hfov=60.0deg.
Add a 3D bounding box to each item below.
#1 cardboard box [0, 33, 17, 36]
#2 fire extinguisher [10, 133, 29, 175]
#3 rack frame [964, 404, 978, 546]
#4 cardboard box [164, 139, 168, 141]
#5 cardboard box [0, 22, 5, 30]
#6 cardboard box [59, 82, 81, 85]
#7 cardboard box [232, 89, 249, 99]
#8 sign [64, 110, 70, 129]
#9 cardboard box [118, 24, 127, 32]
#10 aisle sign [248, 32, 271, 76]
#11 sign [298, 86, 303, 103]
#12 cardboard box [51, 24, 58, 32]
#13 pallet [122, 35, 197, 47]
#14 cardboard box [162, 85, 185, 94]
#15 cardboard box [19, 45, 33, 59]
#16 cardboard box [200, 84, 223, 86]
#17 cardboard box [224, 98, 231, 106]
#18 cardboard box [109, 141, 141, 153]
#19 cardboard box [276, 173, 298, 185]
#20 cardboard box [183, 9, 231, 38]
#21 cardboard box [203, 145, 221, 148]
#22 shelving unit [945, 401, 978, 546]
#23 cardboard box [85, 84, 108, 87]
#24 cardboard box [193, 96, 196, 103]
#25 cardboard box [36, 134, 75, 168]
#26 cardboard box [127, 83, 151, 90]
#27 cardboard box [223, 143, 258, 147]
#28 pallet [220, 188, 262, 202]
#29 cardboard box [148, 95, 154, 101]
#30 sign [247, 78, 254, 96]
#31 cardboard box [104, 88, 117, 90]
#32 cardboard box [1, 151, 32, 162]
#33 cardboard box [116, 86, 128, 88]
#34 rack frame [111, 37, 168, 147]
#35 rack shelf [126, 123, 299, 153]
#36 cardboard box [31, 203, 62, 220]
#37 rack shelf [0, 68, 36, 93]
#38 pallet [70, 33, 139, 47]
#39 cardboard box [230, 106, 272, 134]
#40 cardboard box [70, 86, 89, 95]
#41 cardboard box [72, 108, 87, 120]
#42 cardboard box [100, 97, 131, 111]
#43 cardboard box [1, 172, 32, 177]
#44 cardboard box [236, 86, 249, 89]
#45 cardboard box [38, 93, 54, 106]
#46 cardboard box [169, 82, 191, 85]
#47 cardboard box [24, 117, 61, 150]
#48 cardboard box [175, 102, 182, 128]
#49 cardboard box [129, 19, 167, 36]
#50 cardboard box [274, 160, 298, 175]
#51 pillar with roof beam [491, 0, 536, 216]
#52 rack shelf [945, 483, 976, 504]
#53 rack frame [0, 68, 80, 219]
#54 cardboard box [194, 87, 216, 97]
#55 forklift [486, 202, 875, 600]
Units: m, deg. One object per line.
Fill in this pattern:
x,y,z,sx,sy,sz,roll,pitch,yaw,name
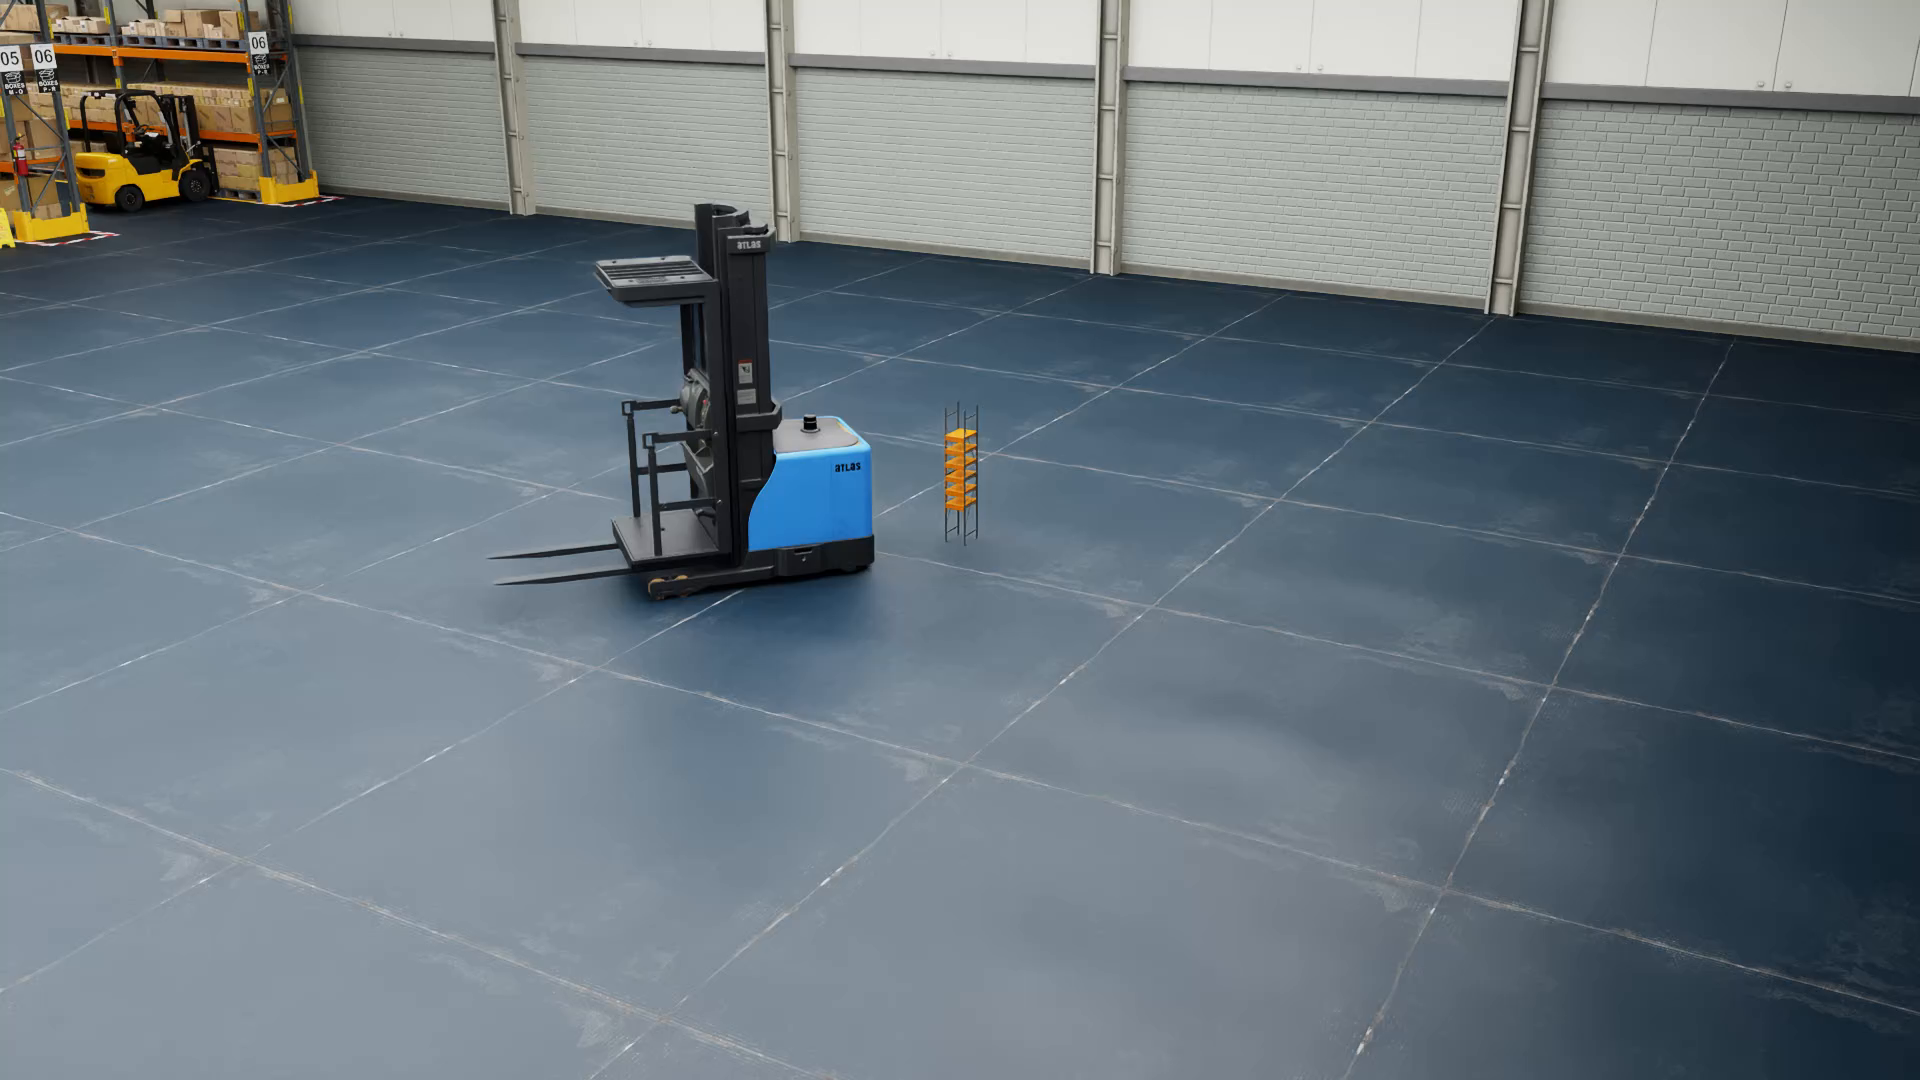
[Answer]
-16.141,-8.511,28.231,0.250,0.149,0.380,11,23,27,cardboard box
-15.827,-6.495,27.985,0.183,0.674,0.296,11,23,27,fire extinguisher
0.093,-0.546,14.112,0.006,1.200,0.240,11,23,27,rack frame
-16.253,-8.182,34.472,0.500,0.250,0.500,11,23,28,cardboard box
-20.113,-10.893,35.176,0.250,0.166,0.380,11,23,27,cardboard box
-19.159,-9.763,35.782,0.250,0.149,0.380,10,22,26,cardboard box
-13.931,-8.686,32.378,0.250,0.149,0.380,11,23,27,cardboard box
-15.438,-7.256,28.700,0.005,0.325,0.100,11,23,27,sign
-17.422,-10.567,34.305,0.250,0.149,0.380,11,23,27,cardboard box
-13.371,-9.290,31.763,0.004,0.787,0.394,11,23,27,aisle sign
-13.009,-8.774,32.769,0.005,0.325,0.100,11,23,27,sign
-18.559,-10.588,34.363,0.250,0.149,0.380,10,22,27,cardboard box
-16.020,-10.065,33.445,1.213,0.211,1.003,11,23,27,pallet
-15.730,-9.017,33.289,0.250,0.149,0.380,10,22,26,cardboard box
-16.012,-8.330,28.315,0.500,0.250,0.500,10,22,26,cardboard box
-15.043,-9.086,33.480,0.250,0.149,0.380,12,23,29,cardboard box
-14.159,-8.587,32.541,0.250,0.149,0.380,11,23,28,cardboard box
-17.238,-7.996,34.875,0.625,0.625,0.875,12,23,30,cardboard box
-13.619,-7.211,33.261,0.500,0.250,0.500,11,23,28,cardboard box
-14.636,-10.069,32.415,0.500,0.500,0.700,11,23,28,cardboard box
-15.172,-7.775,33.351,0.500,0.250,0.500,10,22,26,cardboard box
0.013,-0.562,14.154,0.189,1.200,0.258,11,23,27,shelving unit
-18.288,-9.573,35.258,0.250,0.149,0.380,11,23,28,cardboard box
-15.030,-8.766,33.036,0.250,0.149,0.380,11,22,27,cardboard box
-19.731,-8.470,36.182,0.625,0.625,0.875,12,23,29,cardboard box
-16.644,-9.182,33.744,0.250,0.149,0.380,11,23,28,cardboard box
-14.482,-7.845,33.544,0.500,0.250,0.500,11,22,27,cardboard box
-13.973,-6.970,33.270,1.213,0.211,1.003,11,23,27,pallet
-16.159,-8.974,33.608,0.250,0.149,0.380,11,23,27,cardboard box
-13.562,-8.662,31.801,0.005,0.325,0.100,11,23,27,sign
-17.418,-9.211,34.262,0.250,0.149,0.380,10,22,27,cardboard box
-16.133,-6.568,28.441,0.250,0.149,0.380,12,23,29,cardboard box
-17.406,-9.407,34.802,0.250,0.149,0.380,11,23,27,cardboard box
-16.777,-8.831,34.312,0.127,3.000,1.000,11,23,27,rack frame
-15.031,-8.160,33.517,4.000,0.370,1.077,11,23,27,rack shelf
-16.272,-5.809,29.397,0.500,0.250,0.500,11,22,27,cardboard box
-17.449,-8.092,28.931,4.000,0.370,1.077,11,23,27,rack shelf
-17.554,-10.294,34.226,1.217,0.209,0.805,10,22,25,pallet
-13.843,-8.217,32.471,0.500,0.500,0.500,10,22,26,cardboard box
-18.314,-9.377,34.720,0.250,0.149,0.380,11,23,28,cardboard box
-18.205,-8.940,34.832,0.500,0.250,0.500,11,23,28,cardboard box
-17.331,-9.001,34.267,0.500,0.250,0.500,10,22,26,cardboard box
-16.752,-6.251,29.515,0.500,0.500,0.500,10,22,25,cardboard box
-14.132,-8.916,33.012,0.250,0.149,0.380,11,23,28,cardboard box
-19.116,-9.338,35.197,0.500,0.250,0.500,10,22,26,cardboard box
-15.915,-9.266,33.975,0.250,0.149,0.380,11,22,27,cardboard box
-15.981,-7.036,28.779,0.500,0.500,0.500,10,22,26,cardboard box
-15.612,-8.561,33.420,0.500,0.500,0.500,11,22,27,cardboard box
-16.170,-10.233,33.145,0.500,0.311,0.500,11,23,28,cardboard box
-13.594,-7.446,33.176,0.500,0.250,0.500,11,23,28,cardboard box
-10.315,-9.091,26.230,0.400,9.000,9.100,11,23,27,pillar with roof beam
0.013,-0.407,14.210,0.180,0.103,0.258,11,23,27,rack shelf
-15.703,-6.688,28.402,0.127,3.000,1.000,11,23,27,rack frame
-14.864,-8.837,32.794,0.250,0.149,0.380,11,23,28,cardboard box
-2.274,-1.111,13.129,3.031,2.935,1.130,-7,21,-19,forklift
